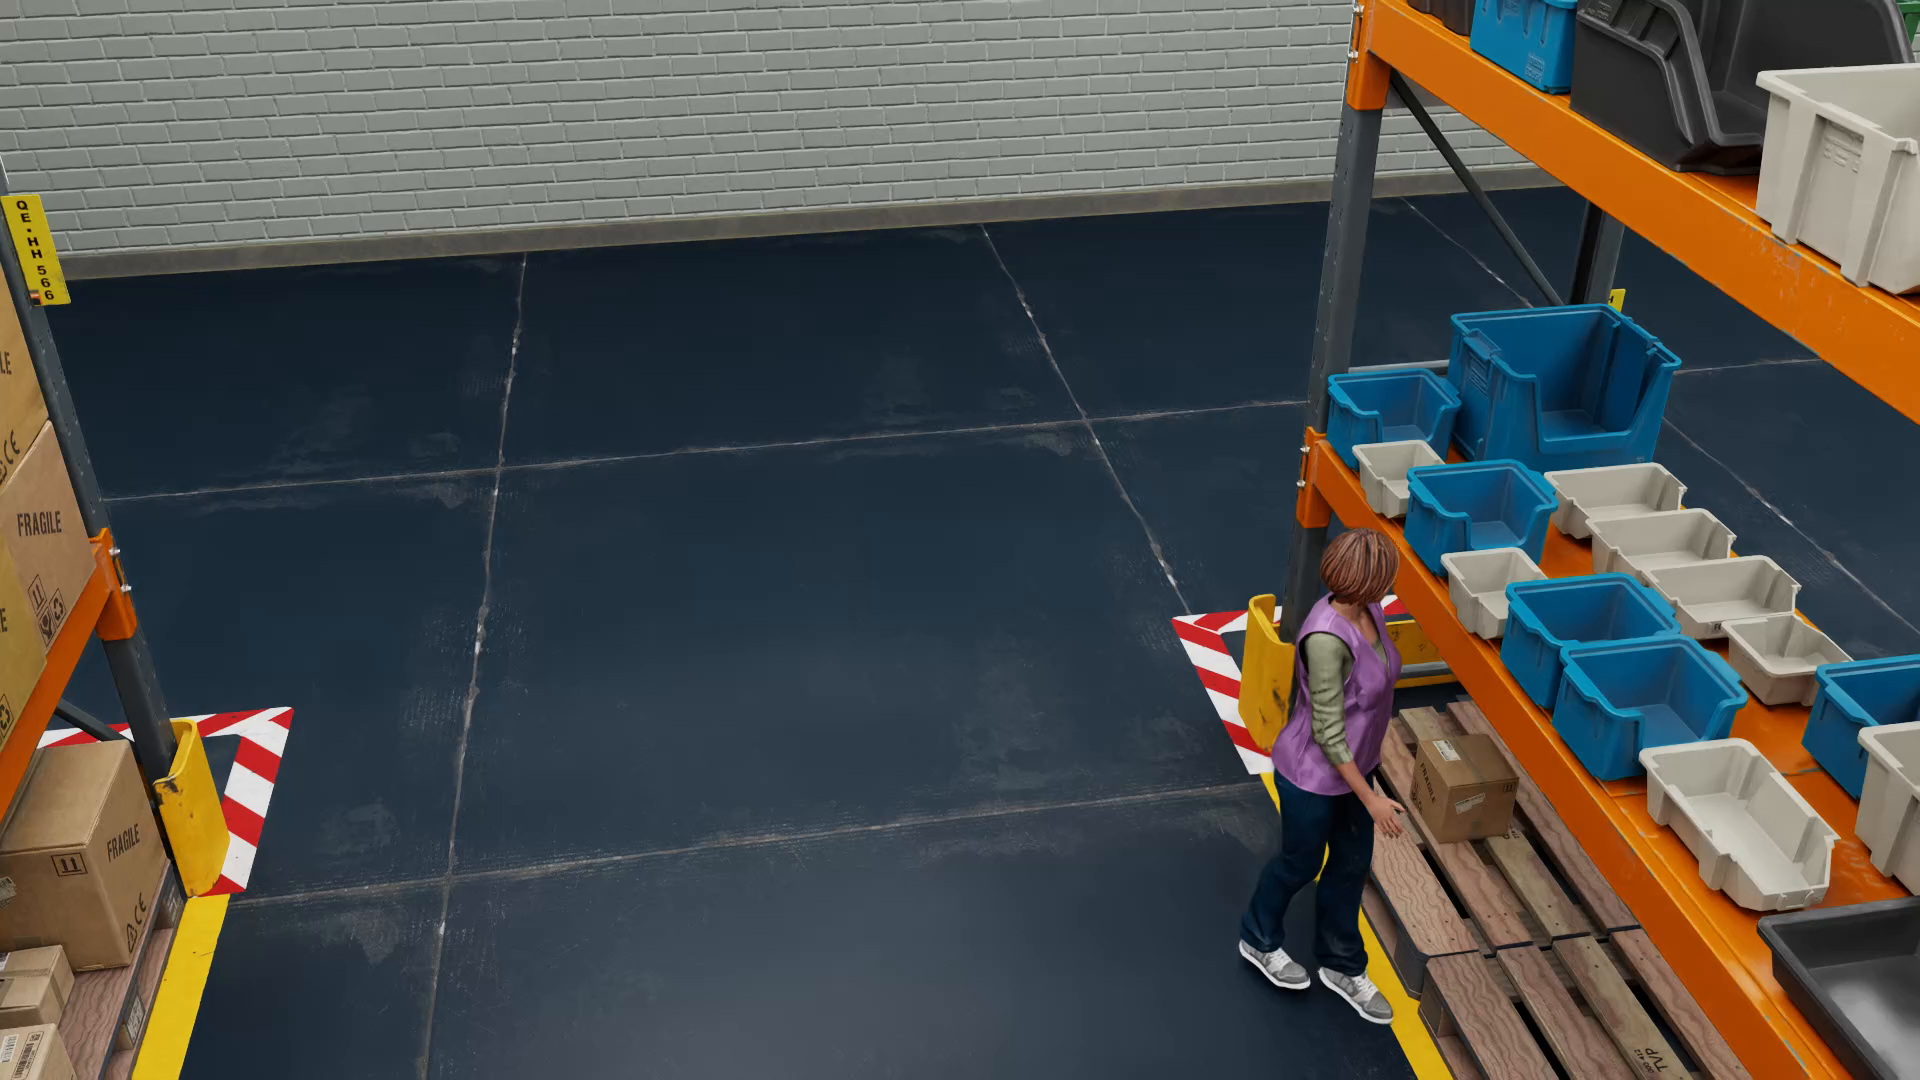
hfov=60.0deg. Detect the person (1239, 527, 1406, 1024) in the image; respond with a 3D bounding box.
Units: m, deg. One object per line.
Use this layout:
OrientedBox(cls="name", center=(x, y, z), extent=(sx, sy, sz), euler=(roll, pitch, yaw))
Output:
OrientedBox(cls="person", center=(1.171, 0.710, 4.956), extent=(0.539, 1.613, 0.440), euler=(21, 37, 31))
